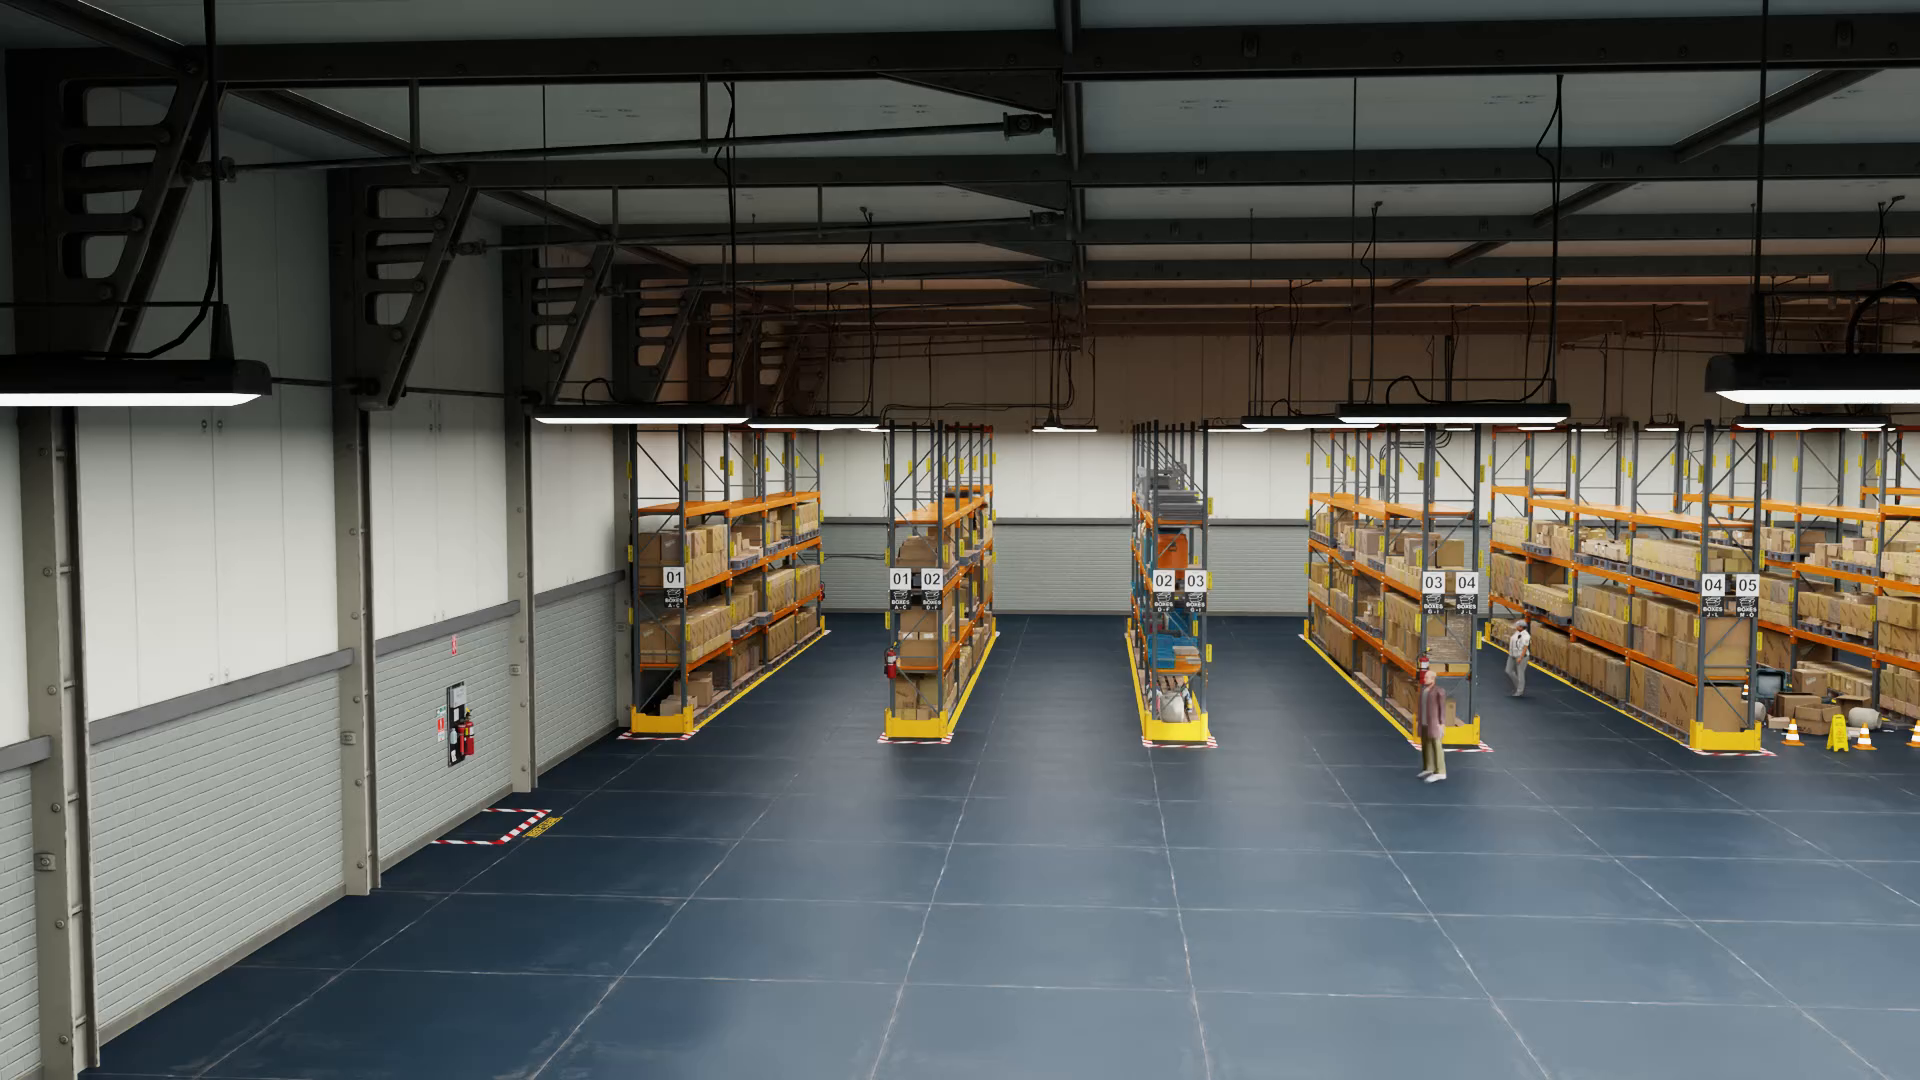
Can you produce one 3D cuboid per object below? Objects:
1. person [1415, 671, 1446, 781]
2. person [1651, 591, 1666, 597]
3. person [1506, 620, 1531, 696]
[{"bbox_3d":[7.793,3.076,27.693,0.447,1.787,0.632,-2,4,-32],"label":"person"},{"bbox_3d":[20.556,1.758,49.030,0.442,1.752,0.552,-1,4,-16],"label":"person"},{"bbox_3d":[12.265,2.604,36.571,0.447,1.708,0.556,-2,4,-23],"label":"person"}]
